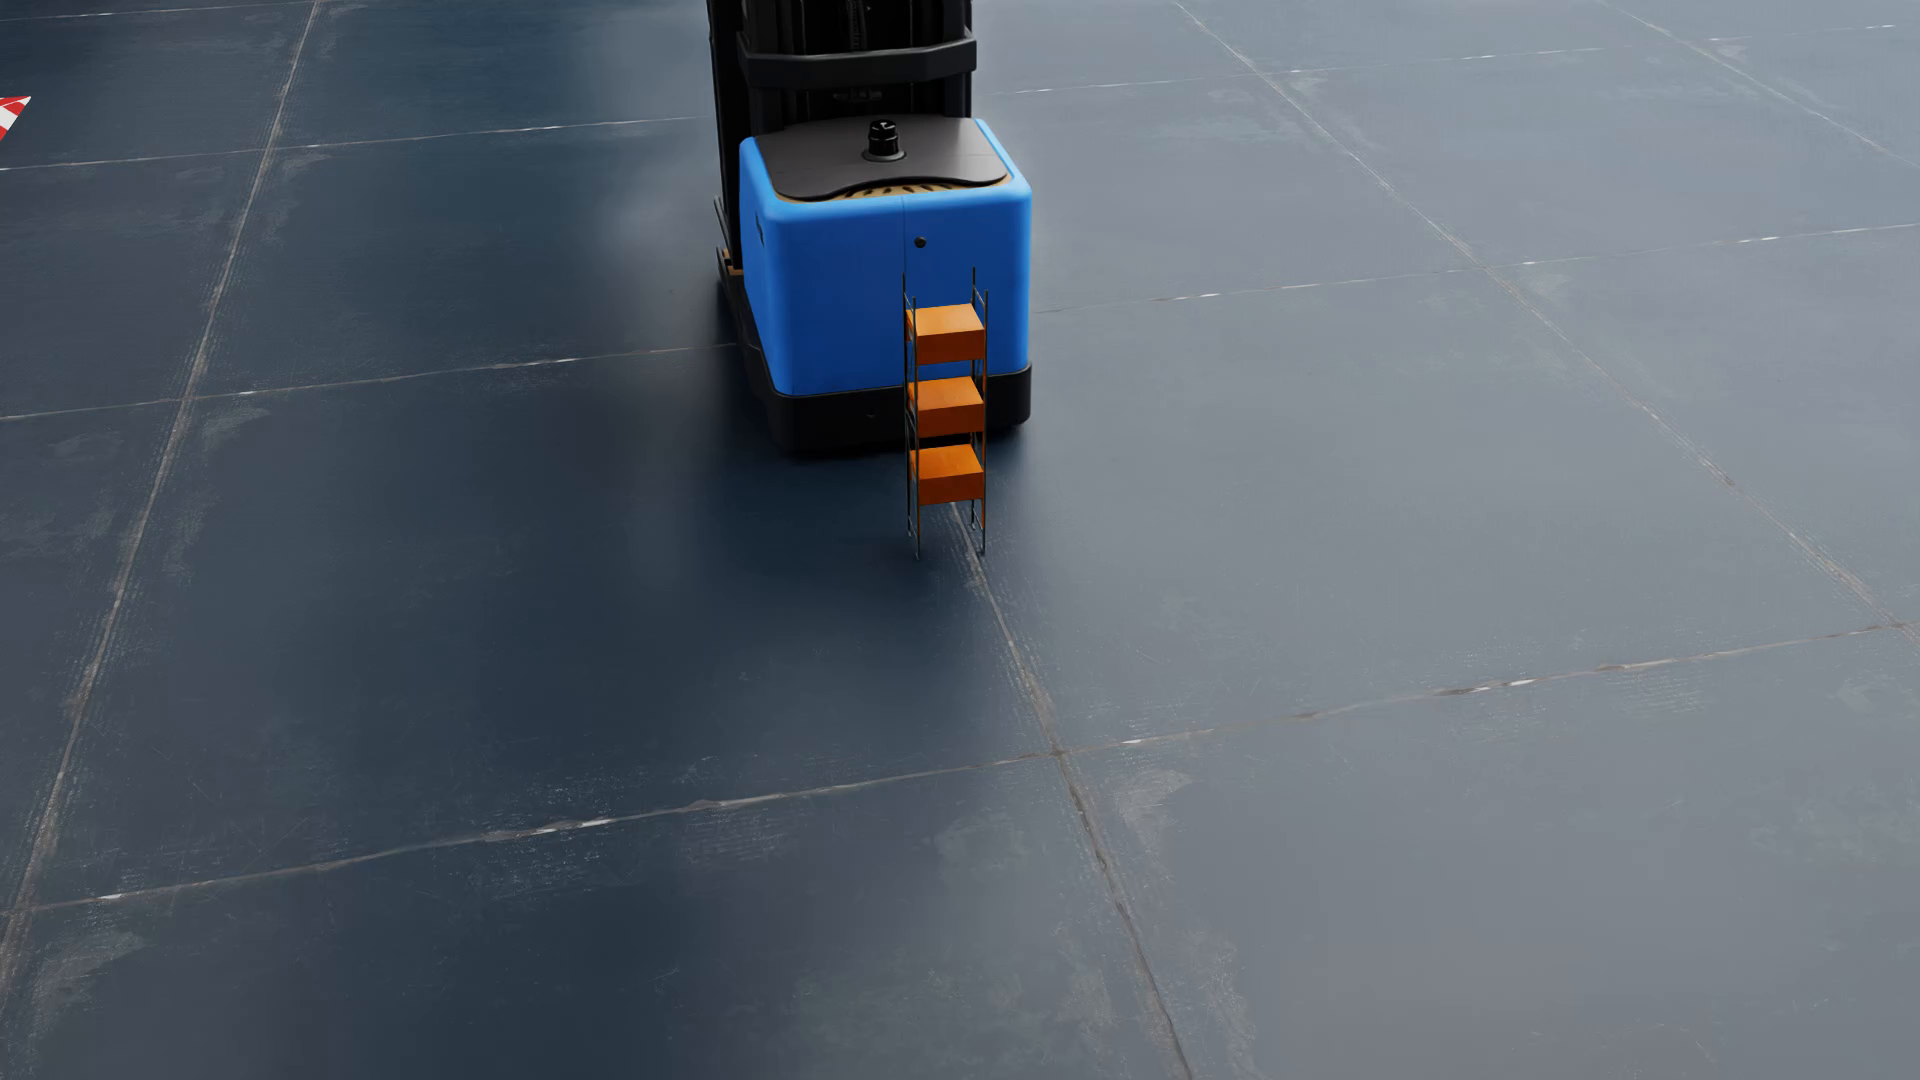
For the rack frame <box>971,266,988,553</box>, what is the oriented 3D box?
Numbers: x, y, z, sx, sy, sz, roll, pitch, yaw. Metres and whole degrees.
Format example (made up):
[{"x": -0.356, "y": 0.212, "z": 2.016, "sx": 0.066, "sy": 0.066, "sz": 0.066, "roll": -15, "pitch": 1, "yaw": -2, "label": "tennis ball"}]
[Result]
[{"x": 0.067, "y": -0.444, "z": 5.882, "sx": 0.008, "sy": 1.050, "sz": 0.200, "roll": -7, "pitch": 35, "yaw": -11, "label": "rack frame"}]

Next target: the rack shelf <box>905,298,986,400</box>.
[{"x": -0.052, "y": -0.656, "z": 5.708, "sx": 0.240, "sy": 0.259, "sz": 0.215, "roll": -7, "pitch": 35, "yaw": -11, "label": "rack shelf"}]

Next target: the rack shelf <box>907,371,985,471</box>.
[{"x": -0.052, "y": -0.421, "z": 5.866, "sx": 0.240, "sy": 0.259, "sz": 0.215, "roll": -7, "pitch": 35, "yaw": -11, "label": "rack shelf"}]

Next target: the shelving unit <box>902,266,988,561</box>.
[{"x": -0.052, "y": -0.429, "z": 5.860, "sx": 0.252, "sy": 1.050, "sz": 0.215, "roll": -7, "pitch": 35, "yaw": -11, "label": "shelving unit"}]

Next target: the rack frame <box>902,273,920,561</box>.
[{"x": -0.171, "y": -0.414, "z": 5.838, "sx": 0.008, "sy": 1.050, "sz": 0.200, "roll": -7, "pitch": 35, "yaw": -11, "label": "rack frame"}]

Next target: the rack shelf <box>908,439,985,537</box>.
[{"x": -0.052, "y": -0.190, "z": 6.021, "sx": 0.240, "sy": 0.259, "sz": 0.215, "roll": -7, "pitch": 35, "yaw": -11, "label": "rack shelf"}]

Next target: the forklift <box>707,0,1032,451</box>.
[{"x": -0.547, "y": -2.384, "z": 7.084, "sx": 1.130, "sy": 2.935, "sz": 3.031, "roll": -7, "pitch": 35, "yaw": -11, "label": "forklift"}]
